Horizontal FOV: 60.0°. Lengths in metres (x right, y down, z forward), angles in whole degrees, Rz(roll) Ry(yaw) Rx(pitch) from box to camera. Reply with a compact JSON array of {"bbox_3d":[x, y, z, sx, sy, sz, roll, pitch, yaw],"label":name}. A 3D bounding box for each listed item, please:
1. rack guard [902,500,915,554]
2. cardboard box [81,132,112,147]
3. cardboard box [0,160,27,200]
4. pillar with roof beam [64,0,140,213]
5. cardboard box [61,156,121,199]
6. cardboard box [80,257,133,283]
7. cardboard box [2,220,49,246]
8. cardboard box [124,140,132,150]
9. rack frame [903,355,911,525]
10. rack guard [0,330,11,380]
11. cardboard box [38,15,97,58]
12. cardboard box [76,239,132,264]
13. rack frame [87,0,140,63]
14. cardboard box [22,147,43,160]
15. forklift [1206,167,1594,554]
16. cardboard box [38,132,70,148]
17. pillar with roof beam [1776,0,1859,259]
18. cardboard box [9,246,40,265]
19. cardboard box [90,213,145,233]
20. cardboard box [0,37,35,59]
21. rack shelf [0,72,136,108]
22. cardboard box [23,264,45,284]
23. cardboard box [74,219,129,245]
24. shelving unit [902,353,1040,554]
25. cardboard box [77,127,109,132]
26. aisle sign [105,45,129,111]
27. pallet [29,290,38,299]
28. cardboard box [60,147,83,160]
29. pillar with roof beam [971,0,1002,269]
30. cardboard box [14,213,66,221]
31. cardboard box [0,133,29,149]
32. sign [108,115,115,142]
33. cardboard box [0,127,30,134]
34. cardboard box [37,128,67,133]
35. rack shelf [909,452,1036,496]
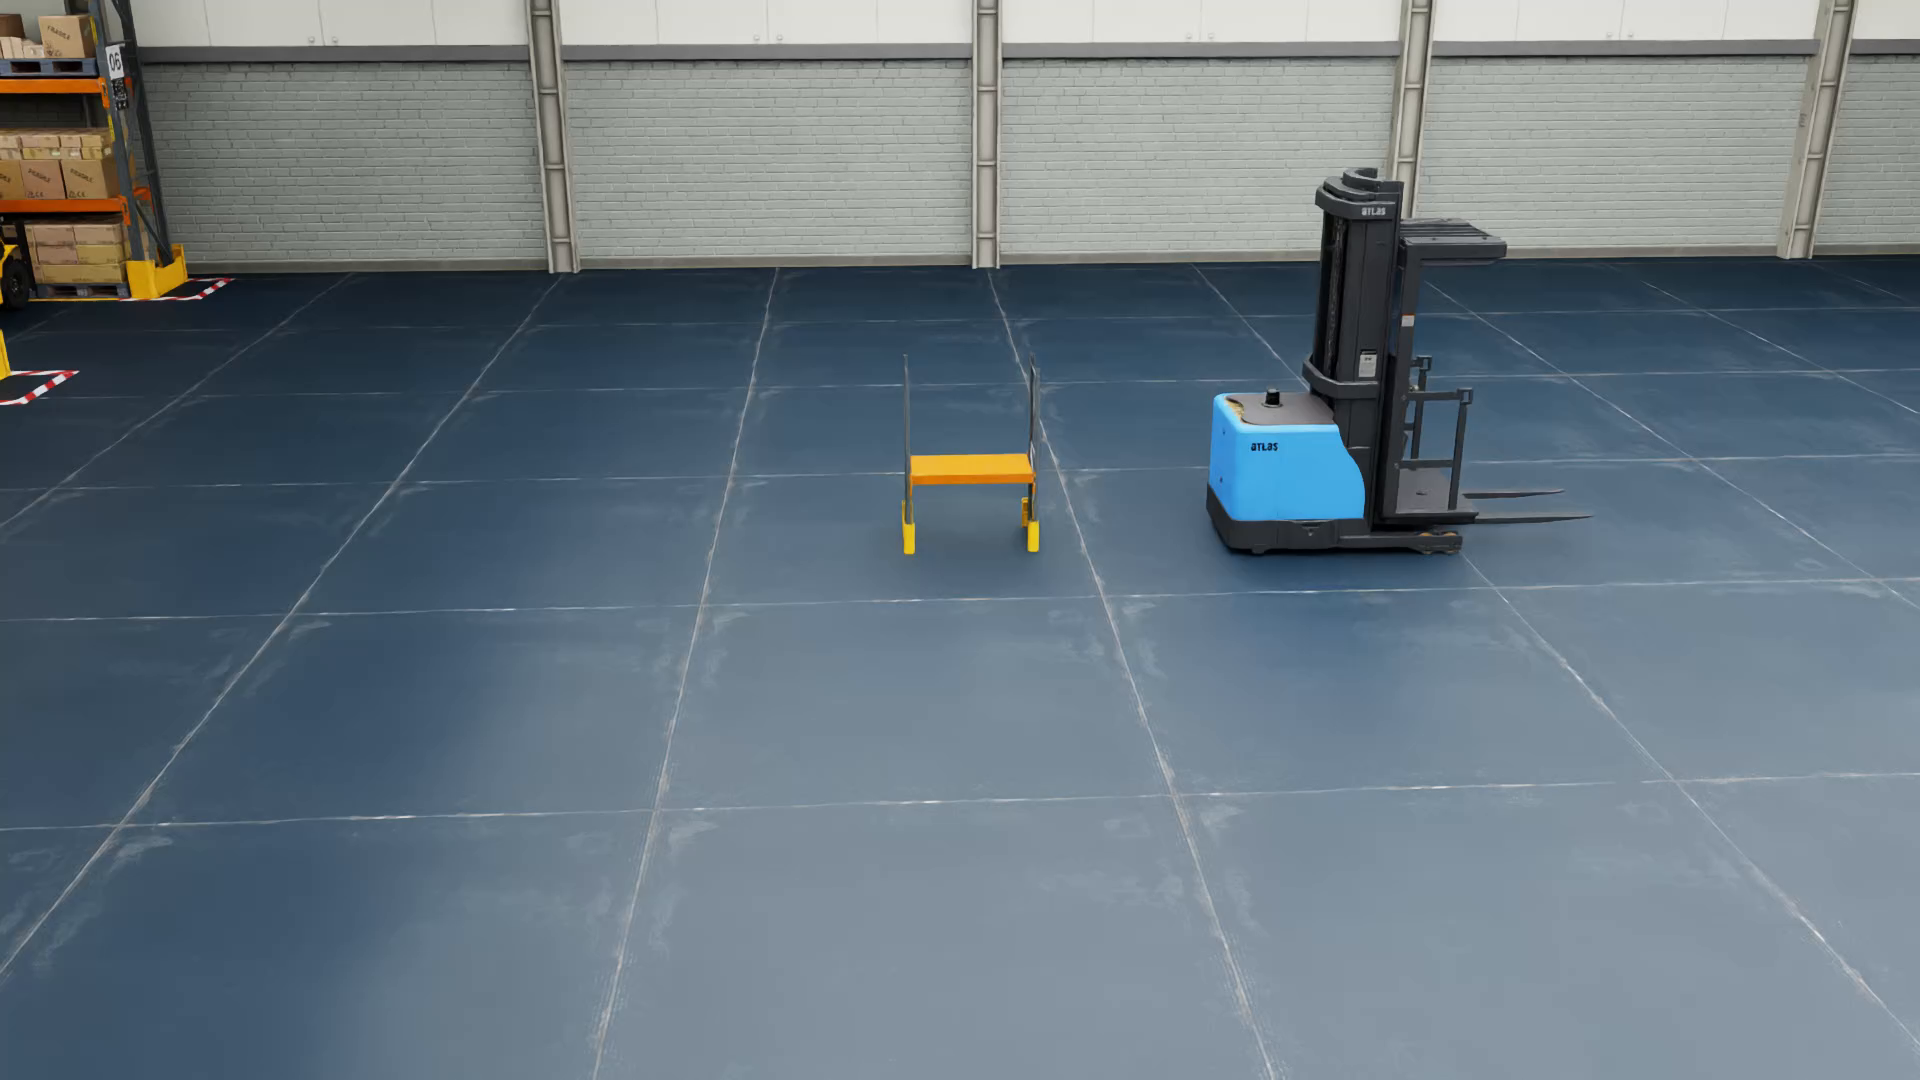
[{"bbox_3d":[-0.421,-0.108,13.554,0.087,0.250,0.587,-1,21,-3],"label":"rack guard"},{"bbox_3d":[-11.212,-5.209,21.618,0.250,0.149,0.380,-1,21,-3],"label":"cardboard box"},{"bbox_3d":[-12.373,-4.728,21.684,0.500,0.500,0.500,-2,21,-4],"label":"cardboard box"},{"bbox_3d":[-11.367,-6.383,17.739,0.400,9.000,9.100,-1,21,-3],"label":"pillar with roof beam"},{"bbox_3d":[-11.343,-4.746,21.731,0.500,0.500,0.500,-2,21,-4],"label":"cardboard box"},{"bbox_3d":[-11.317,-3.592,22.114,0.500,0.250,0.500,-1,21,-3],"label":"cardboard box"},{"bbox_3d":[-12.321,-4.035,21.872,0.500,0.250,0.500,-1,21,-2],"label":"cardboard box"},{"bbox_3d":[-11.220,-5.238,22.110,0.250,0.149,0.380,-2,21,-4],"label":"cardboard box"},{"bbox_3d":[-0.422,-0.692,13.332,0.032,1.500,0.500,-1,21,-3],"label":"rack frame"},{"bbox_3d":[-10.655,-1.870,17.829,0.348,0.500,1.175,-1,21,-3],"label":"rack guard"},{"bbox_3d":[-11.294,-6.399,21.125,0.500,0.500,0.500,0,21,-1],"label":"cardboard box"},{"bbox_3d":[-11.334,-3.827,22.028,0.500,0.250,0.500,-1,21,-4],"label":"cardboard box"},{"bbox_3d":[-10.866,-7.606,20.952,0.127,3.000,1.000,-1,21,-3],"label":"rack frame"},{"bbox_3d":[-11.961,-5.046,21.606,0.250,0.149,0.380,-1,21,-3],"label":"cardboard box"},{"bbox_3d":[3.624,-1.445,13.298,3.031,2.935,1.130,-1,21,-3],"label":"forklift"},{"bbox_3d":[-11.716,-5.178,21.537,0.250,0.149,0.380,-1,21,-2],"label":"cardboard box"},{"bbox_3d":[12.594,-6.871,19.020,0.400,9.000,9.100,-1,21,-3],"label":"pillar with roof beam"},{"bbox_3d":[-12.350,-3.802,21.964,0.500,0.250,0.500,-2,21,-4],"label":"cardboard box"},{"bbox_3d":[-11.357,-4.239,22.407,0.500,0.250,0.500,-1,21,-4],"label":"cardboard box"},{"bbox_3d":[-11.929,-6.255,21.076,0.258,0.266,0.396,-1,21,-3],"label":"cardboard box"},{"bbox_3d":[-12.863,-5.828,21.507,4.000,0.370,1.077,-1,21,-3],"label":"rack shelf"},{"bbox_3d":[-12.314,-3.578,22.078,0.500,0.250,0.500,-1,21,-2],"label":"cardboard box"},{"bbox_3d":[-11.308,-4.061,21.941,0.500,0.250,0.500,0,21,-1],"label":"cardboard box"},{"bbox_3d":[0.076,-0.702,13.358,1.083,1.500,0.587,-1,21,-3],"label":"shelving unit"},{"bbox_3d":[-11.483,-5.377,22.059,0.250,0.149,0.380,0,21,-1],"label":"cardboard box"},{"bbox_3d":[-10.784,-5.915,21.287,0.004,0.787,0.394,-1,21,-3],"label":"aisle sign"},{"bbox_3d":[-12.843,-3.445,22.374,1.213,0.211,1.003,-1,21,-3],"label":"pallet"},{"bbox_3d":[-11.450,-5.030,21.565,0.250,0.149,0.380,-1,21,-2],"label":"cardboard box"},{"bbox_3d":[0.613,-6.627,18.380,0.400,9.000,9.100,-1,21,-3],"label":"pillar with roof beam"},{"bbox_3d":[-12.356,-4.221,22.361,0.500,0.250,0.500,-1,21,-3],"label":"cardboard box"},{"bbox_3d":[-12.223,-5.155,21.475,0.250,0.149,0.380,-1,21,-2],"label":"cardboard box"},{"bbox_3d":[-10.849,-5.261,21.265,0.005,0.325,0.100,-1,21,-3],"label":"sign"},{"bbox_3d":[-12.517,-5.373,22.047,0.250,0.149,0.380,-2,21,-4],"label":"cardboard box"},{"bbox_3d":[-11.988,-5.357,22.006,0.250,0.149,0.380,-1,21,-3],"label":"cardboard box"},{"bbox_3d":[0.085,-0.535,13.423,1.000,0.185,0.538,-1,21,-3],"label":"rack shelf"}]
